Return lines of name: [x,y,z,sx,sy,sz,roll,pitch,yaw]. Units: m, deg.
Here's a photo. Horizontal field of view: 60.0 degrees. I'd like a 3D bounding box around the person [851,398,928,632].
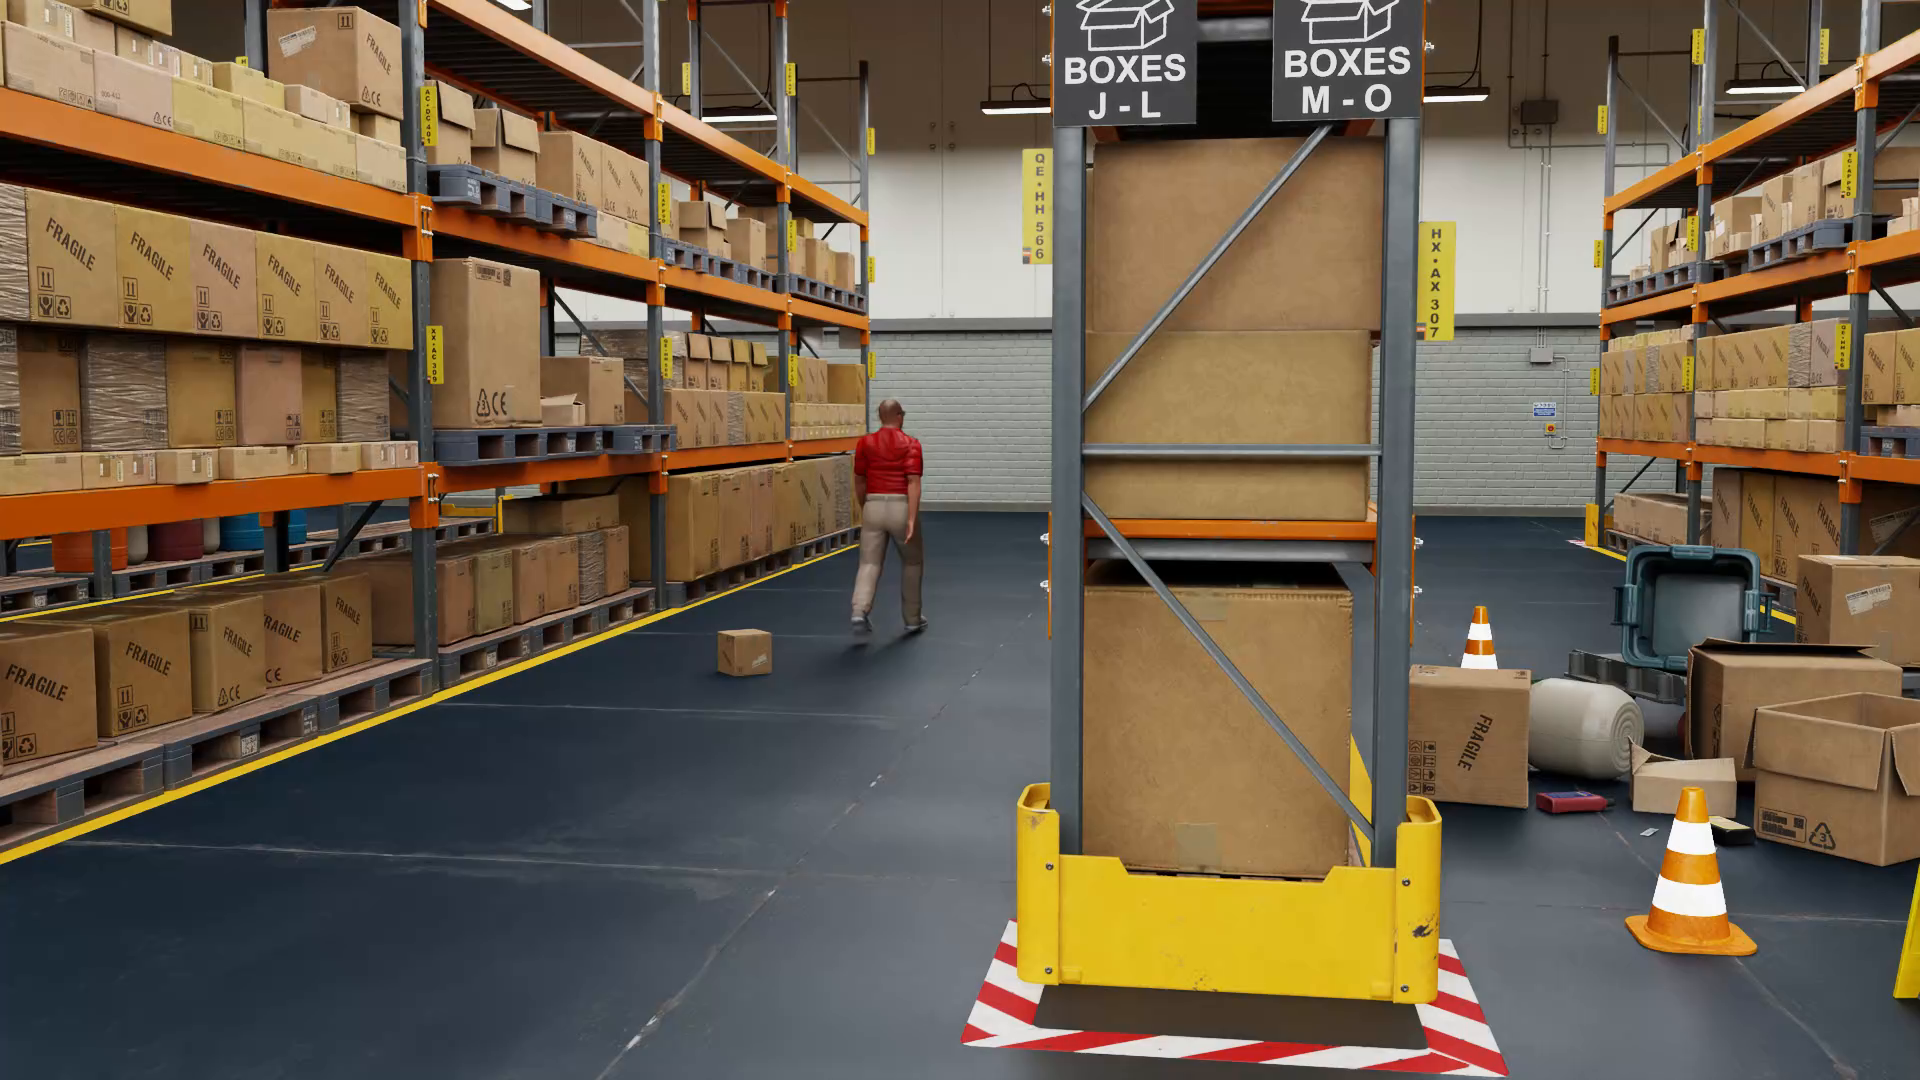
person: [-0.507,-0.169,11.859,0.541,1.673,1.021,1,5,12]
